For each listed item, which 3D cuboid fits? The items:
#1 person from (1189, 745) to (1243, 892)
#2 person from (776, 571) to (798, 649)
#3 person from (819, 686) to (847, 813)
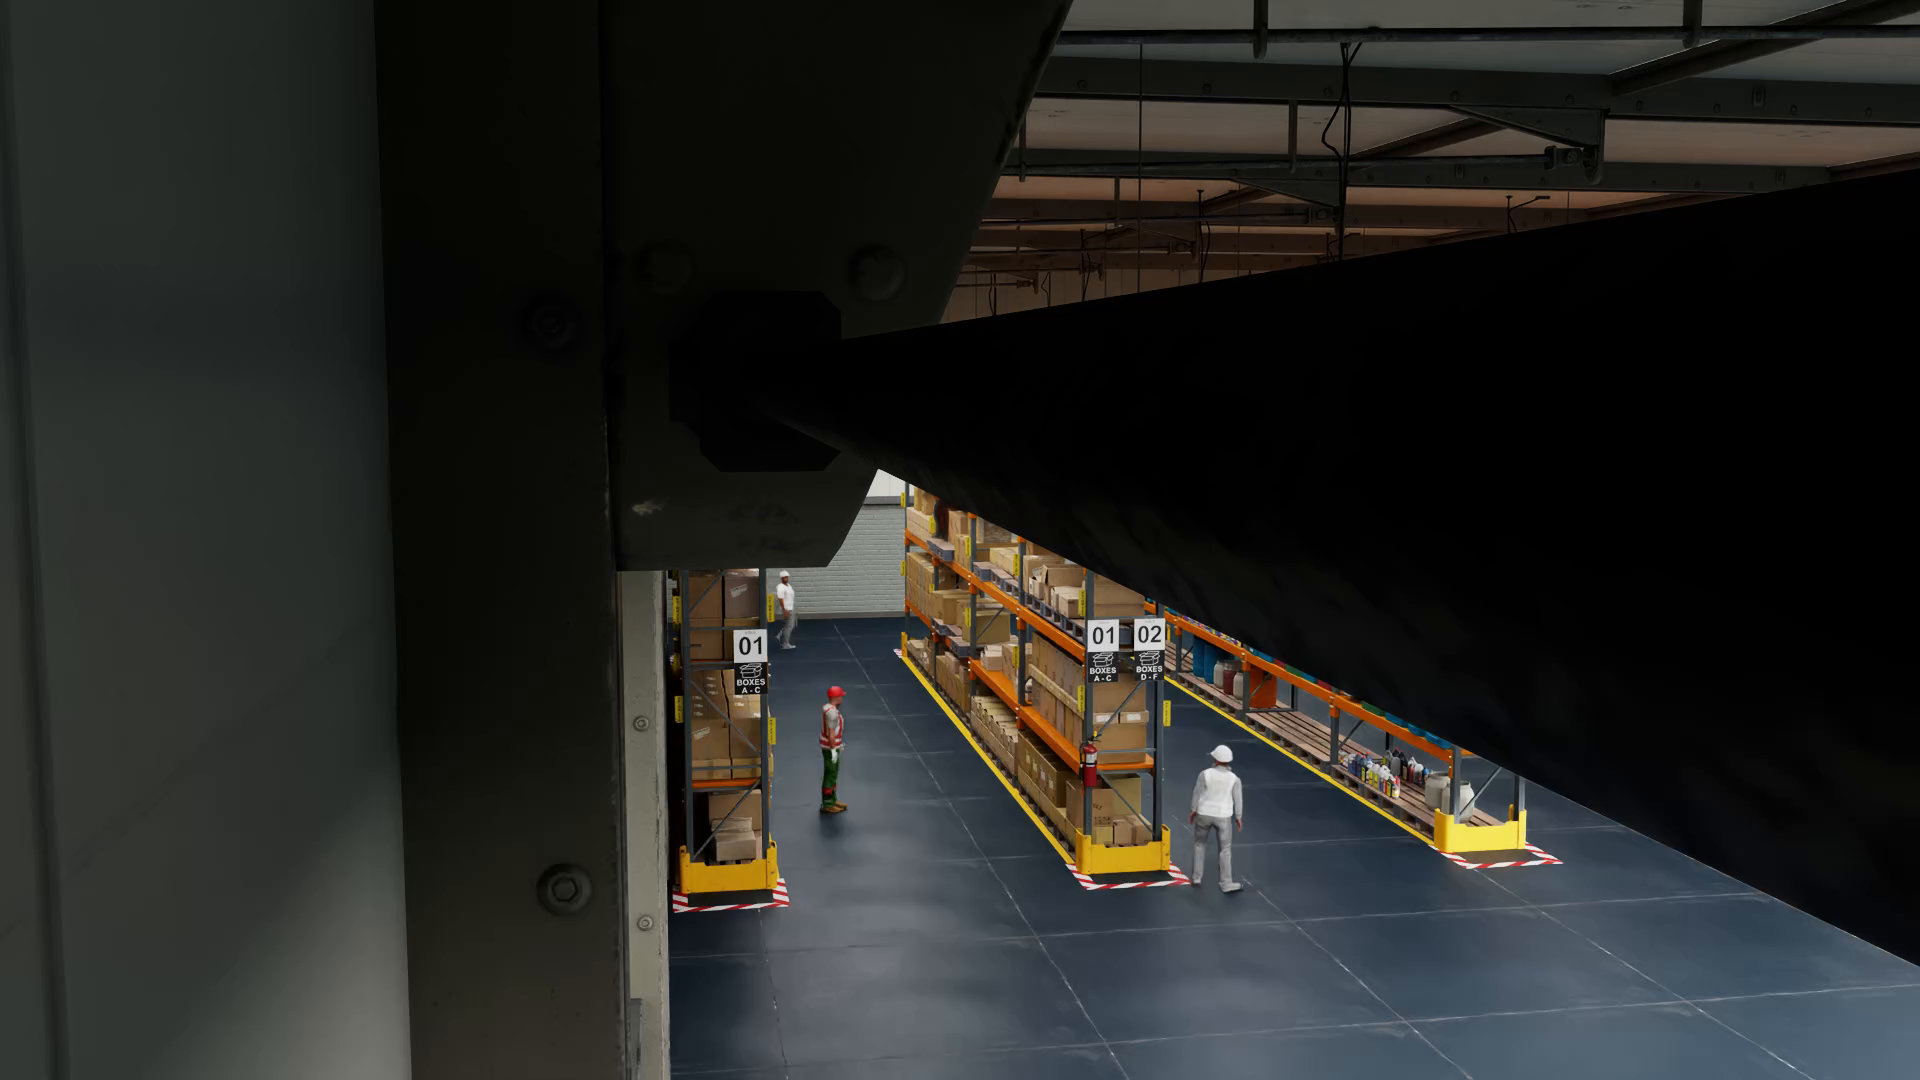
[{"bbox_3d":[3.102,3.383,20.206,0.647,1.822,0.396,2,6,23],"label":"person"},{"bbox_3d":[-3.895,1.567,37.344,0.497,1.751,0.591,-1,6,-8],"label":"person"},{"bbox_3d":[-1.815,2.978,23.763,0.396,1.803,0.572,-1,6,-9],"label":"person"}]
